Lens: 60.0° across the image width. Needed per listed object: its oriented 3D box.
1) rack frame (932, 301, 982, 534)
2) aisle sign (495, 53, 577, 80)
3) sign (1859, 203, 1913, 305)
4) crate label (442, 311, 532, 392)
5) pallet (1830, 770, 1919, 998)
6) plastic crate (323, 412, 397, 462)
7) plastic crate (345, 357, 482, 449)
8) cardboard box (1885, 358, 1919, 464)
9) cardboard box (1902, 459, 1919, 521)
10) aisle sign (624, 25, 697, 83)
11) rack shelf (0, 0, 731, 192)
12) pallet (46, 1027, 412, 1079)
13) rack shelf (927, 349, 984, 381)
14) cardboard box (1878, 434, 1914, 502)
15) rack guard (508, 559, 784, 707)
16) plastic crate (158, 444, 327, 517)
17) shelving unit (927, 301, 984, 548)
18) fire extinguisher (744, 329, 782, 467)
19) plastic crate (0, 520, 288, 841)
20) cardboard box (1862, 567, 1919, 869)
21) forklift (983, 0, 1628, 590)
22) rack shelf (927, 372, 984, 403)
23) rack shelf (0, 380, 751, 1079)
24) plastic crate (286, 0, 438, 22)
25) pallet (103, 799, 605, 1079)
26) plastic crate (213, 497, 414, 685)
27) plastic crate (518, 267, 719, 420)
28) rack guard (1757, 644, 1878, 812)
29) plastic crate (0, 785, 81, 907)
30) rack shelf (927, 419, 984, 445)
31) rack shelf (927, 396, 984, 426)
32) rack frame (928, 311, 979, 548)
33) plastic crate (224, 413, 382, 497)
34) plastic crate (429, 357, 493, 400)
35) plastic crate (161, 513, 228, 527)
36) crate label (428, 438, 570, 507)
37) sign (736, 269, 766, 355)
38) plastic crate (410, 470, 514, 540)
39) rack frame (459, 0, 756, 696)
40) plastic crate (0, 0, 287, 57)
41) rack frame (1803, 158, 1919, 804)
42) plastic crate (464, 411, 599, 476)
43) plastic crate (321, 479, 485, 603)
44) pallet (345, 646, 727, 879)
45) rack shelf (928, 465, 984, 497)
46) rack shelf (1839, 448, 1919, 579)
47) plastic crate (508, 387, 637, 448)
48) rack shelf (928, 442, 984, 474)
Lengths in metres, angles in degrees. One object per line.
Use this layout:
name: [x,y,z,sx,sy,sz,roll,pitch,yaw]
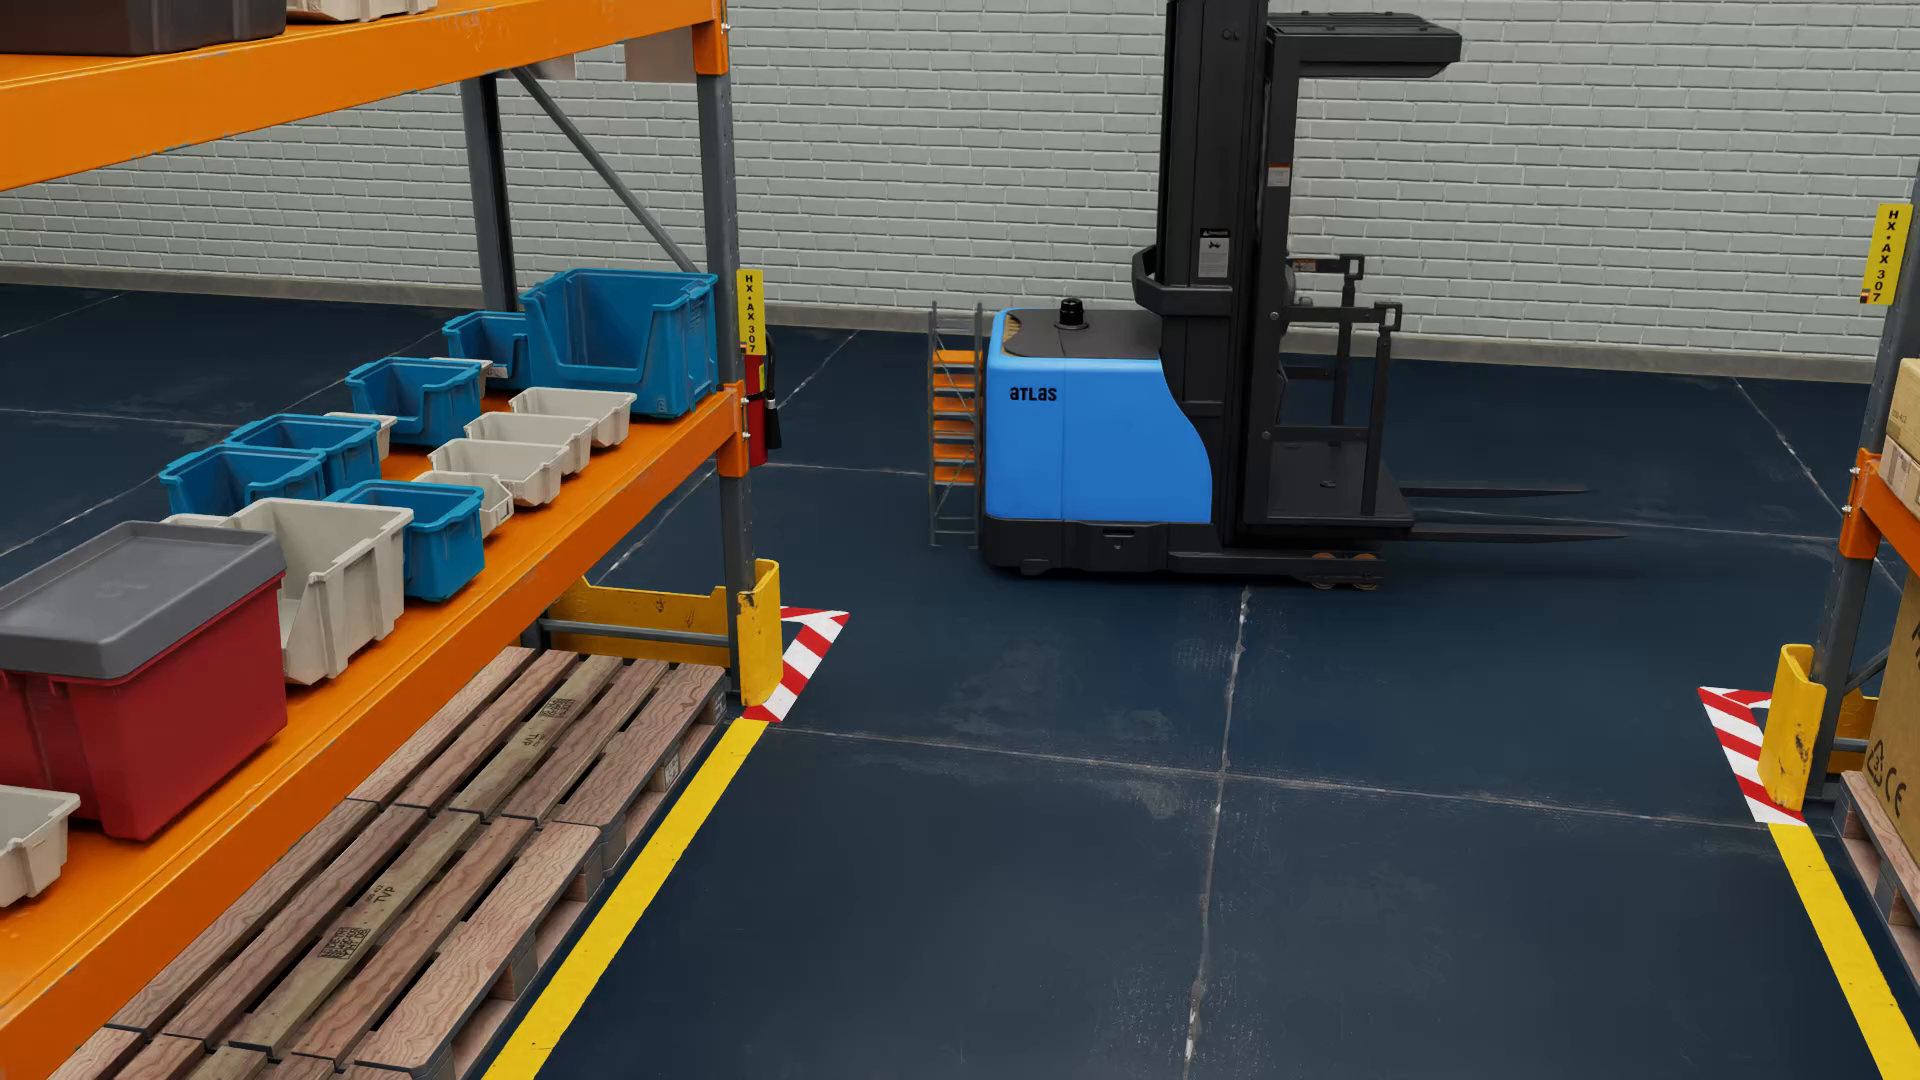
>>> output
rack frame: [-0.012,-0.589,8.202,0.240,1.200,0.006,2,23,5]
aisle sign: [-1.601,-2.069,5.996,0.394,0.787,0.004,4,22,11]
sign: [2.982,-0.919,5.356,0.100,0.325,0.005,4,22,11]
crate label: [-1.697,-0.699,6.218,0.416,0.233,0.303,4,22,11]
pallet: [3.438,1.155,5.202,1.003,0.211,1.213,4,22,11]
plastic crate: [-1.982,-0.295,5.344,0.250,0.136,0.298,4,22,11]
plastic crate: [-1.831,-0.458,5.620,0.416,0.233,0.300,4,22,11]
cardboard box: [3.162,-0.350,5.010,0.500,0.250,0.500,4,22,9]
cardboard box: [3.078,-0.121,4.976,0.380,0.149,0.250,4,22,10]
aisle sign: [-1.023,-2.024,5.884,0.394,0.787,0.004,4,22,11]
rack shelf: [-1.733,-1.140,4.118,1.077,0.370,4.000,4,22,11]
pallet: [-2.029,1.670,3.923,1.003,0.211,1.213,4,22,11]
rack shelf: [-0.022,-0.845,7.997,0.258,0.103,0.180,2,23,5]
cardboard box: [3.129,-0.215,5.209,0.380,0.149,0.250,5,22,12]
rack guard: [-1.332,0.336,6.851,1.175,0.500,0.348,4,22,11]
plastic crate: [-2.027,-0.108,4.750,0.416,0.233,0.300,4,22,11]
shelving unit: [-0.021,-0.554,8.118,0.258,1.200,0.189,2,23,5]
fire extinguisher: [-0.849,-0.626,6.495,0.296,0.674,0.183,4,22,11]
plastic crate: [-1.713,0.284,3.468,0.402,0.464,0.583,4,22,11]
cardboard box: [3.472,0.594,5.144,0.875,0.875,0.875,4,22,11]
forklift: [1.645,-1.331,7.736,3.031,2.935,1.130,1,22,3]
rack shelf: [-0.021,-0.734,8.043,0.258,0.103,0.180,2,23,5]
rack shelf: [-1.733,0.251,4.678,1.077,0.370,4.000,4,22,11]
plastic crate: [-1.503,-1.309,3.925,0.437,0.136,0.530,4,22,11]
pallet: [-1.782,1.223,5.035,1.003,0.211,1.213,4,22,11]
plastic crate: [-1.649,0.132,4.090,0.437,0.282,0.530,4,22,11]
plastic crate: [-1.210,-0.722,6.002,0.616,0.435,0.499,4,22,11]
rack guard: [3.529,0.714,5.911,1.175,0.500,0.348,4,22,11]
plastic crate: [-1.906,0.584,3.161,0.396,0.136,0.243,4,22,11]
rack shelf: [-0.020,-0.513,8.135,0.258,0.103,0.180,2,23,5]
rack shelf: [-0.021,-0.623,8.089,0.258,0.103,0.180,2,23,5]
rack frame: [-0.029,-0.518,8.034,0.240,1.200,0.006,2,23,5]
plastic crate: [-1.966,-0.218,5.022,0.416,0.233,0.300,4,22,11]
plastic crate: [-1.844,-0.543,5.960,0.250,0.136,0.298,4,22,11]
plastic crate: [-2.080,0.084,4.404,0.293,0.136,0.466,4,22,11]
crate label: [-1.420,-0.199,5.105,0.396,0.136,0.243,4,22,11]
sign: [-0.783,-0.854,6.240,0.100,0.325,0.005,4,22,11]
plastic crate: [-1.462,-0.089,4.833,0.298,0.136,0.250,4,22,11]
rack frame: [-1.324,-0.814,6.360,1.000,3.000,0.127,4,22,11]
plastic crate: [-1.619,-1.115,3.268,0.497,0.269,0.590,4,22,11]
rack frame: [3.524,-0.437,5.422,1.000,3.000,0.127,4,22,11]
plastic crate: [-1.387,-0.303,5.363,0.396,0.136,0.243,4,22,11]
plastic crate: [-1.492,0.006,4.466,0.416,0.233,0.300,4,22,11]
pallet: [-1.531,0.778,6.139,1.003,0.211,1.213,4,22,11]
rack shelf: [-0.020,-0.291,8.228,0.258,0.103,0.180,2,23,5]
rack shelf: [3.116,0.629,3.740,1.077,0.370,4.000,4,22,11]
plastic crate: [-1.314,-0.408,5.623,0.396,0.136,0.243,4,22,11]
rack shelf: [-0.020,-0.402,8.181,0.258,0.103,0.180,2,23,5]
